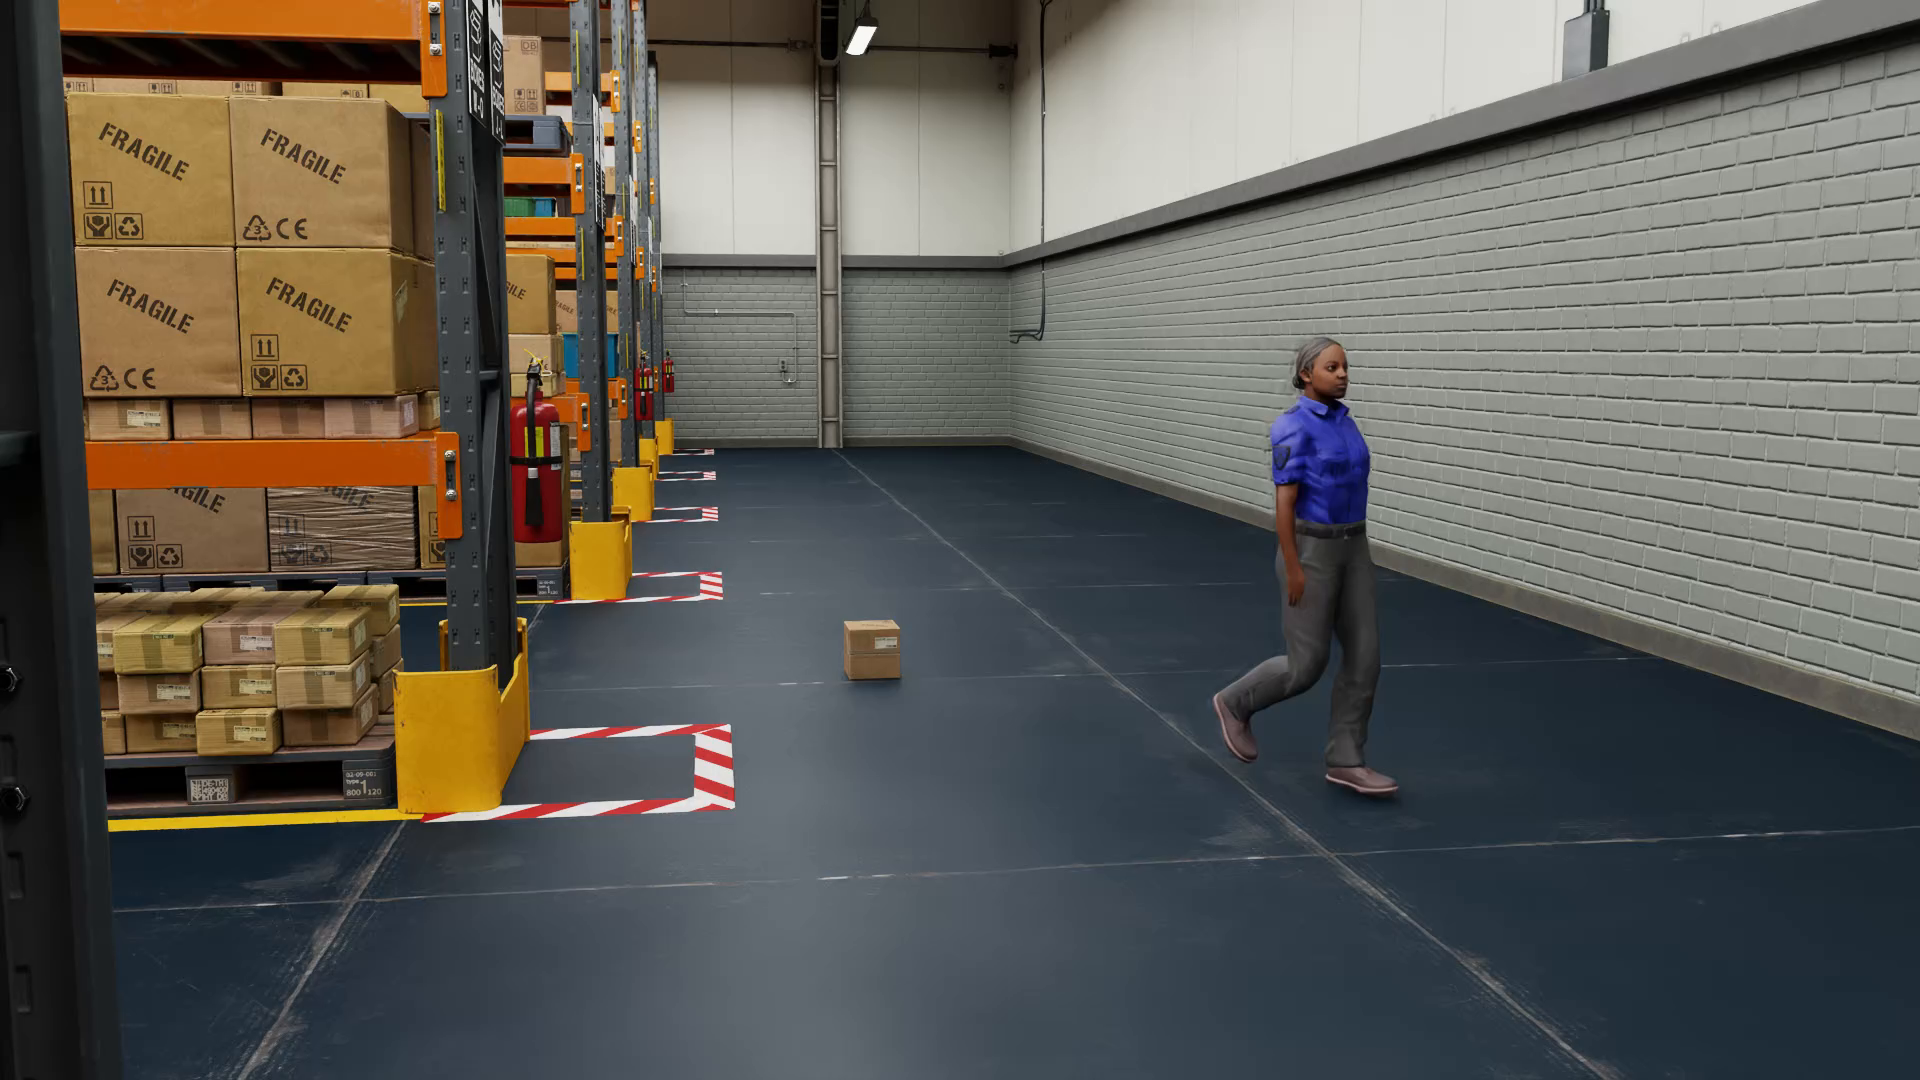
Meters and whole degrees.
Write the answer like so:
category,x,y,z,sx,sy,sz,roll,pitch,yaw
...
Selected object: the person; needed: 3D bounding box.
category,x,y,z,sx,sy,sz,roll,pitch,yaw
person,1.285,0.079,6.071,0.445,1.631,0.708,-5,8,-39
